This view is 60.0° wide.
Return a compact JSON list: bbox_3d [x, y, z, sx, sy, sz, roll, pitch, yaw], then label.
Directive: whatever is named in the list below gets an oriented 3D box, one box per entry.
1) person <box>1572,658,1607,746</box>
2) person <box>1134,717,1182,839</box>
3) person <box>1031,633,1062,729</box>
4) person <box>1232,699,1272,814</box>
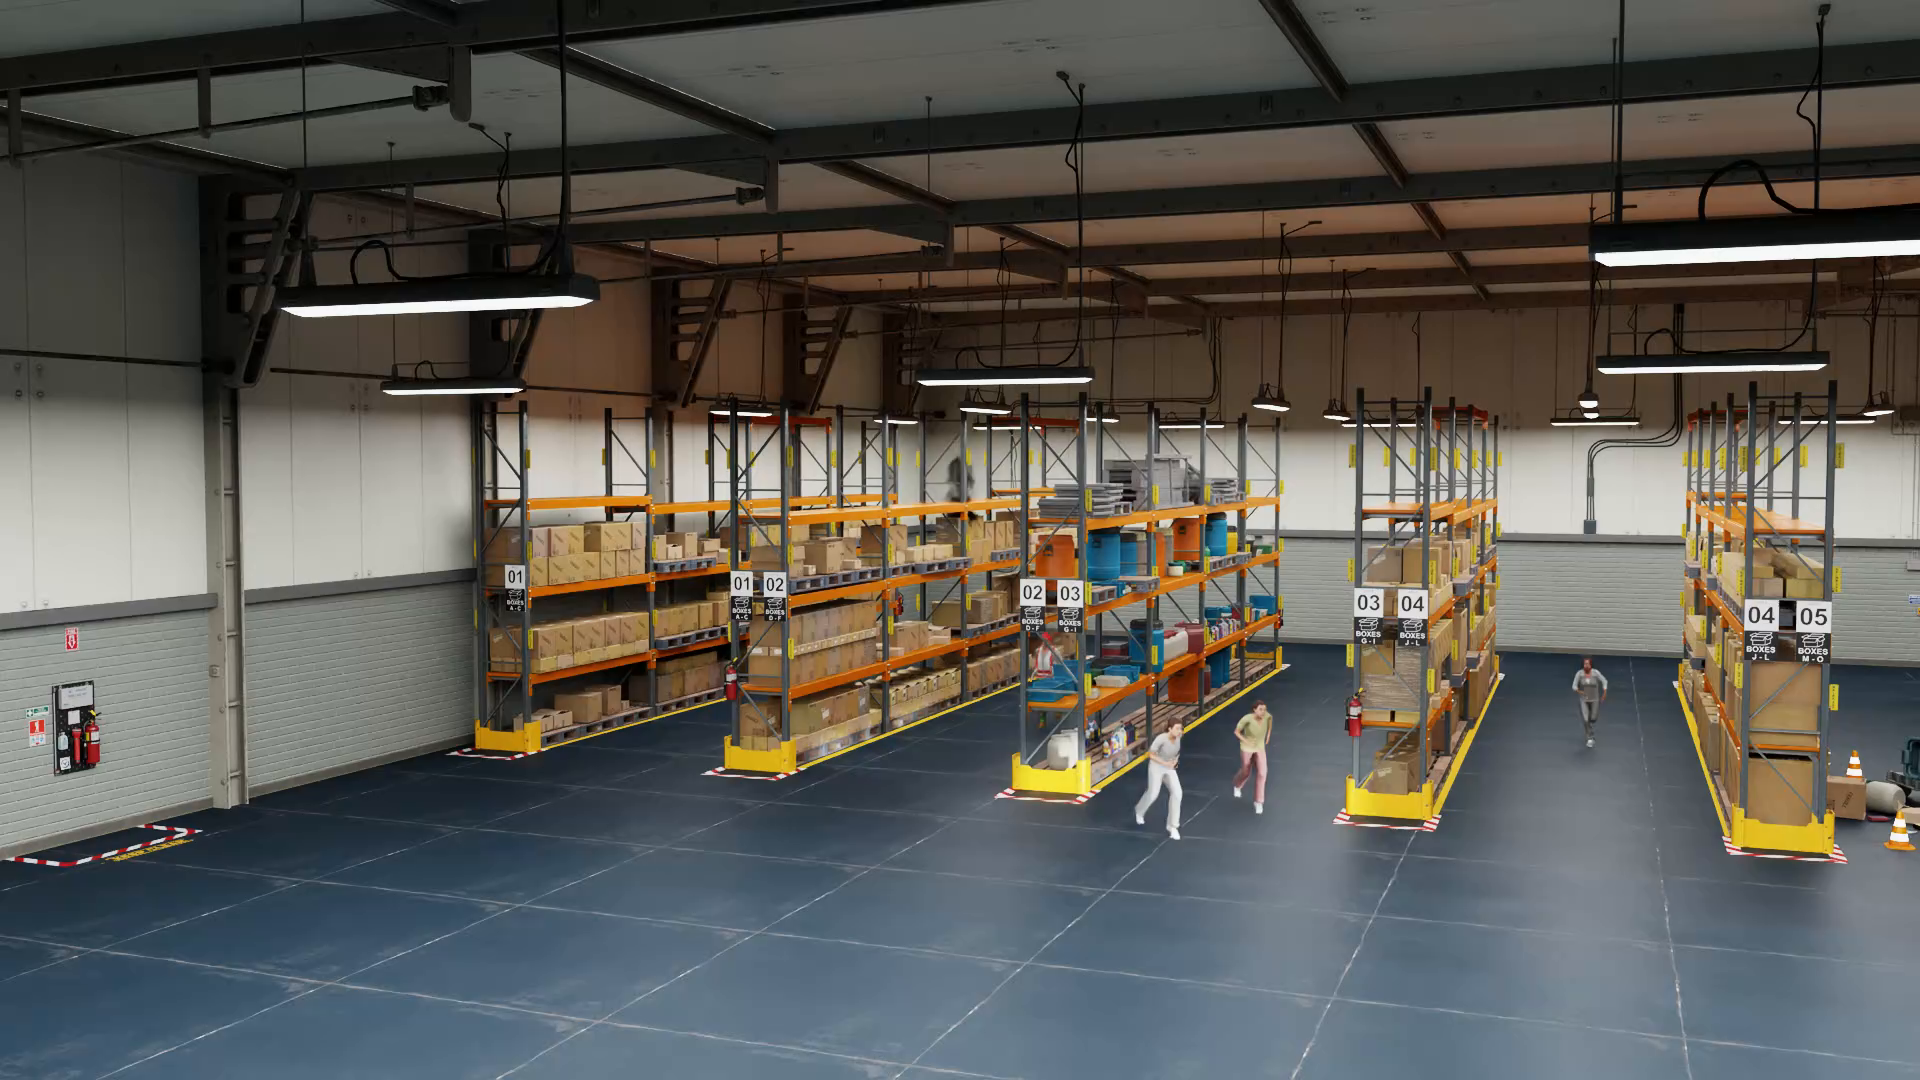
[{"bbox_3d":[11.010,2.833,29.084,0.578,1.546,0.634,1,3,19],"label":"person"},{"bbox_3d":[2.666,3.142,22.309,0.605,1.628,0.966,-2,3,-33],"label":"person"},{"bbox_3d":[1.652,2.611,31.138,0.633,1.766,0.906,1,3,26],"label":"person"},{"bbox_3d":[4.179,3.058,23.946,0.613,1.622,1.003,-1,3,-17],"label":"person"}]
